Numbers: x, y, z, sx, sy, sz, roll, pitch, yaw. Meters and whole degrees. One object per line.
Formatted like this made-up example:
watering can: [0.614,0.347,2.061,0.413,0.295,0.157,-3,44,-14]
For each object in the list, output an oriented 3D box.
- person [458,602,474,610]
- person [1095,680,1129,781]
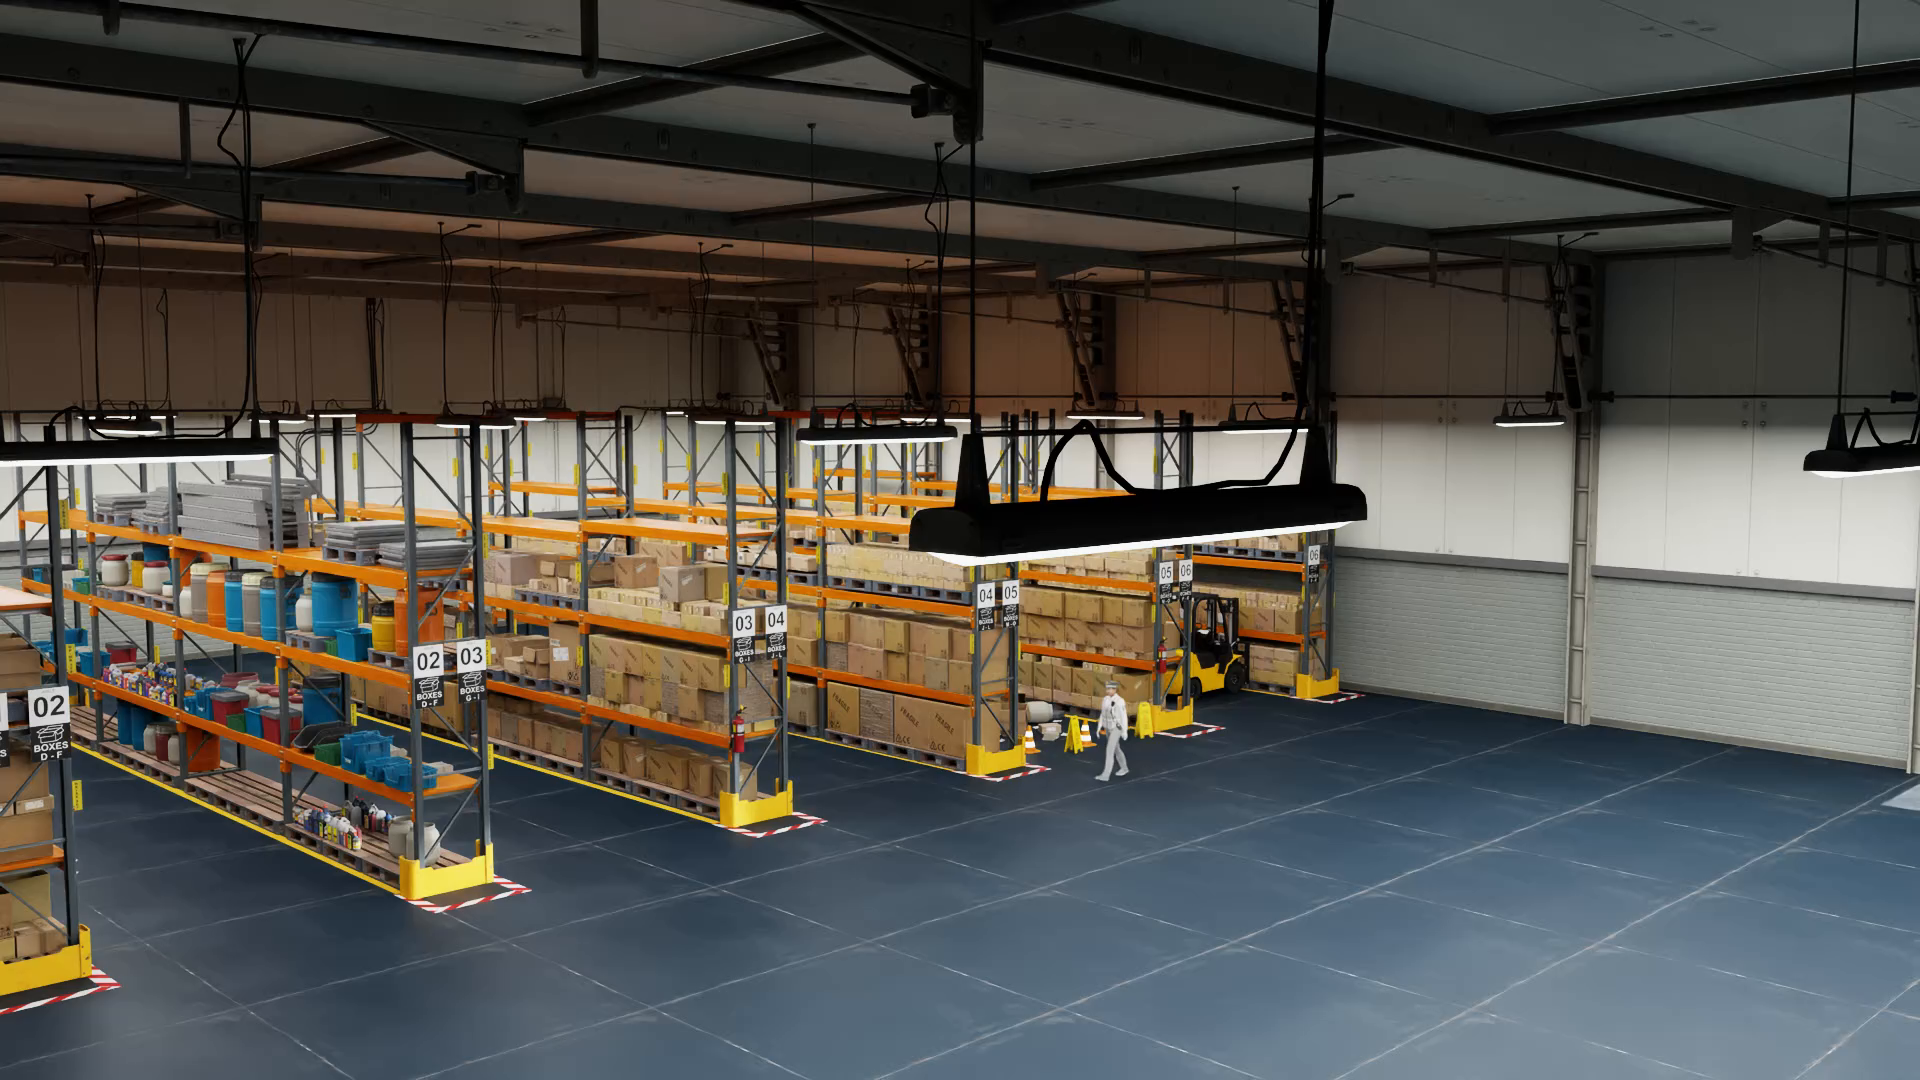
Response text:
person: [-11.844,2.065,39.823,0.487,1.632,0.828,2,5,22]
person: [2.488,3.127,27.447,0.865,1.632,0.492,-3,6,-31]
